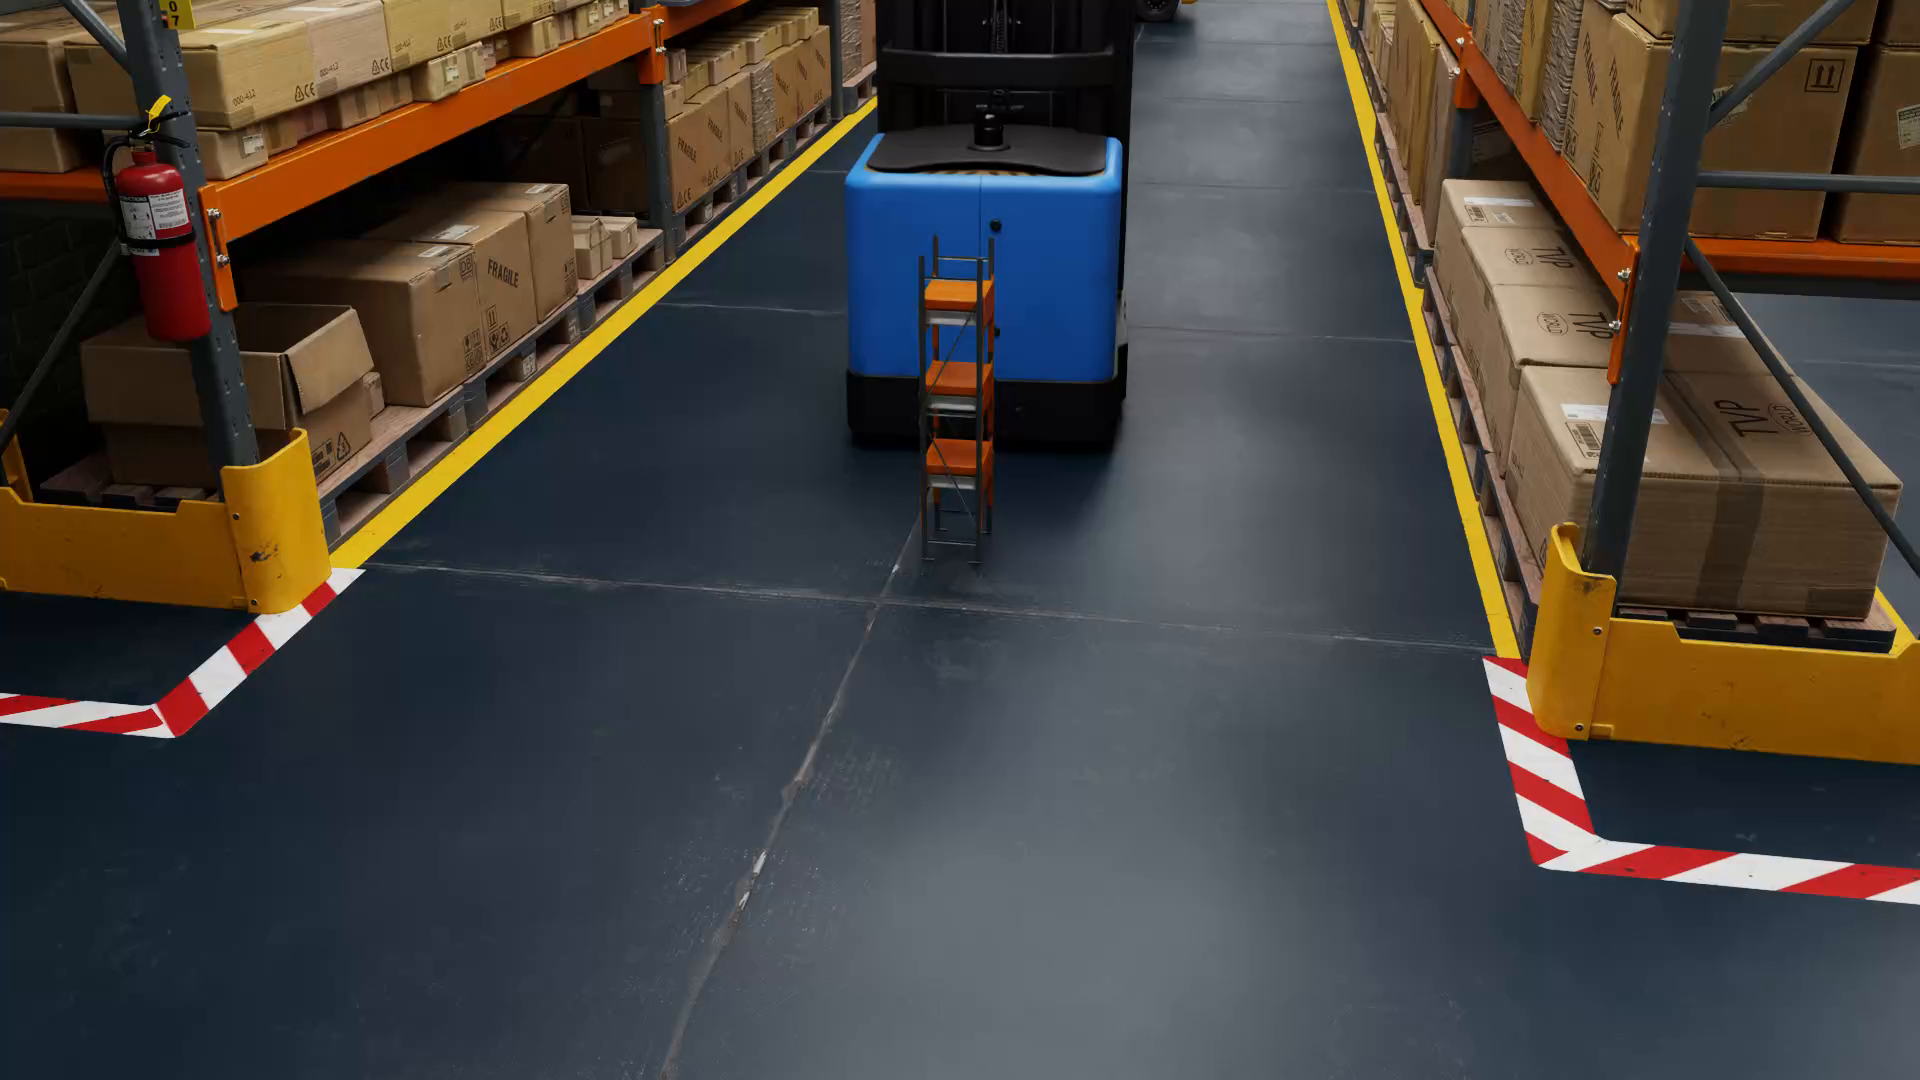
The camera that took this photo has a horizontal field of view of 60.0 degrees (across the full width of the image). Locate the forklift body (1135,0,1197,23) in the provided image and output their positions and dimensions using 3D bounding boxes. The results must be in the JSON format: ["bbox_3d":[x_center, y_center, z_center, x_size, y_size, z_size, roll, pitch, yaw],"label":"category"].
[{"bbox_3d":[1.418,-6.587,17.286,2.313,2.155,1.214,4,25,9],"label":"forklift body"}]

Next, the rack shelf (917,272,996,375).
[{"bbox_3d":[-0.009,-0.701,5.364,0.215,0.259,0.240,4,25,9],"label":"rack shelf"}]

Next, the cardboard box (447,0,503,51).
[{"bbox_3d":[-2.123,-2.076,6.472,0.500,0.250,0.500,3,25,7],"label":"cardboard box"}]

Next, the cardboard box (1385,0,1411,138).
[{"bbox_3d":[3.323,-3.148,10.947,0.875,0.875,0.875,4,25,8],"label":"cardboard box"}]

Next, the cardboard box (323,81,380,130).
[{"bbox_3d":[-2.256,-1.527,5.771,0.380,0.149,0.250,5,26,10],"label":"cardboard box"}]

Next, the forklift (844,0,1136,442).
[{"bbox_3d":[0.212,-2.295,7.195,1.130,2.935,3.031,2,25,5],"label":"forklift"}]

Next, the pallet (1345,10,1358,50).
[{"bbox_3d":[4.247,-4.896,15.961,1.003,0.211,1.213,4,25,9],"label":"pallet"}]

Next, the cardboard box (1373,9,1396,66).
[{"bbox_3d":[3.862,-4.065,13.499,0.950,0.372,0.625,5,26,10],"label":"cardboard box"}]

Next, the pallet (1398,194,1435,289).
[{"bbox_3d":[2.916,-1.595,8.908,1.003,0.211,1.213,4,25,9],"label":"pallet"}]

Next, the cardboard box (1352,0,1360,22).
[{"bbox_3d":[4.003,-5.087,15.827,0.500,0.250,0.500,5,26,11],"label":"cardboard box"}]

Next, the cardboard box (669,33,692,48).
[{"bbox_3d":[-1.931,-3.156,10.642,0.380,0.149,0.250,4,25,9],"label":"cardboard box"}]

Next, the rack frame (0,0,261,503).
[{"bbox_3d":[-2.687,-1.199,4.774,1.000,3.000,0.127,4,25,9],"label":"rack frame"}]

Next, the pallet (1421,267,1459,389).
[{"bbox_3d":[2.663,-0.954,7.540,1.003,0.211,1.213,4,25,9],"label":"pallet"}]

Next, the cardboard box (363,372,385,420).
[{"bbox_3d":[-2.386,-0.523,6.196,0.380,0.149,0.250,3,25,6],"label":"cardboard box"}]

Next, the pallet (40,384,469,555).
[{"bbox_3d":[-2.545,-0.302,6.146,1.003,0.211,1.213,4,25,9],"label":"pallet"}]

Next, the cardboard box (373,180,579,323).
[{"bbox_3d":[-2.146,-1.296,7.433,0.700,0.500,0.500,3,25,7],"label":"cardboard box"}]

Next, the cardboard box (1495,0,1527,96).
[{"bbox_3d":[2.355,-1.979,6.323,0.500,0.500,0.500,4,25,9],"label":"cardboard box"}]

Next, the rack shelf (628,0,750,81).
[{"bbox_3d":[-1.706,-3.383,10.288,1.077,0.370,4.000,4,25,9],"label":"rack shelf"}]

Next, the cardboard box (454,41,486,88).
[{"bbox_3d":[-2.080,-1.851,6.462,0.380,0.149,0.250,5,25,10],"label":"cardboard box"}]

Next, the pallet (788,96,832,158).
[{"bbox_3d":[-1.539,-2.973,11.852,1.003,0.211,1.213,4,25,9],"label":"pallet"}]

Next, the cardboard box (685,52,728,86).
[{"bbox_3d":[-1.603,-2.803,9.887,0.380,0.149,0.250,4,25,8],"label":"cardboard box"}]

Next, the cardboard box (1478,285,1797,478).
[{"bbox_3d":[2.361,-0.553,5.920,0.875,0.438,0.875,5,25,10],"label":"cardboard box"}]

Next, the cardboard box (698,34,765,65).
[{"bbox_3d":[-1.455,-3.120,10.566,0.380,0.149,0.250,3,25,6],"label":"cardboard box"}]

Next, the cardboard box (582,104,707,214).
[{"bbox_3d":[-1.732,-2.117,9.188,0.500,0.500,0.500,5,26,11],"label":"cardboard box"}]

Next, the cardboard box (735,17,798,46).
[{"bbox_3d":[-1.311,-3.450,11.270,0.380,0.149,0.250,3,25,7],"label":"cardboard box"}]

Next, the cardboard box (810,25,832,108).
[{"bbox_3d":[-1.237,-3.412,11.953,0.500,0.500,0.500,5,26,10],"label":"cardboard box"}]

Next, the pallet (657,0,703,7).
[{"bbox_3d":[-1.795,-3.112,9.087,1.003,0.211,1.213,4,25,9],"label":"pallet"}]

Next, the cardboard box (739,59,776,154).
[{"bbox_3d":[-1.478,-2.765,10.573,0.500,0.500,0.500,3,25,7],"label":"cardboard box"}]

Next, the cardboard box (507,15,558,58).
[{"bbox_3d":[-1.960,-2.170,7.145,0.380,0.149,0.250,4,25,8],"label":"cardboard box"}]

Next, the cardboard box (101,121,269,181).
[{"bbox_3d":[-2.363,-1.204,5.080,0.380,0.149,0.250,4,25,8],"label":"cardboard box"}]

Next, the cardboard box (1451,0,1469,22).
[{"bbox_3d":[2.689,-2.667,8.087,0.500,0.250,0.500,3,25,7],"label":"cardboard box"}]

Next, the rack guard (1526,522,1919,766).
[{"bbox_3d":[2.207,0.285,4.551,1.175,0.500,0.348,4,25,9],"label":"rack guard"}]

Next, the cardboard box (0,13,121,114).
[{"bbox_3d":[-2.874,-1.477,5.193,0.500,0.250,0.500,5,26,10],"label":"cardboard box"}]

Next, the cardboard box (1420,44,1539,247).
[{"bbox_3d":[2.887,-2.023,8.544,0.875,0.875,0.875,5,26,10],"label":"cardboard box"}]

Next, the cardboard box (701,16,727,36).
[{"bbox_3d":[-1.804,-3.482,11.338,0.380,0.149,0.250,4,25,9],"label":"cardboard box"}]

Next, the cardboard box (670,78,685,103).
[{"bbox_3d":[-1.743,-2.477,9.191,0.380,0.149,0.250,3,25,7],"label":"cardboard box"}]

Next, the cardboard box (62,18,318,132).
[{"bbox_3d":[-2.347,-1.437,5.108,0.500,0.250,0.500,4,25,9],"label":"cardboard box"}]

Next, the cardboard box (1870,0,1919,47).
[{"bbox_3d":[2.570,-1.536,4.196,0.500,0.500,0.500,3,25,7],"label":"cardboard box"}]

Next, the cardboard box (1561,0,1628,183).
[{"bbox_3d":[2.125,-1.331,4.938,0.500,0.500,0.500,3,25,7],"label":"cardboard box"}]

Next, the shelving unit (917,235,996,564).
[{"bbox_3d":[-0.009,-0.453,5.480,0.215,1.050,0.252,4,25,9],"label":"shelving unit"}]

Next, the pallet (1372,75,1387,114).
[{"bbox_3d":[3.647,-3.267,12.480,1.003,0.211,1.213,4,25,9],"label":"pallet"}]

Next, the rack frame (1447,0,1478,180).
[{"bbox_3d":[2.864,-2.530,7.617,1.000,3.000,0.127,4,25,9],"label":"rack frame"}]

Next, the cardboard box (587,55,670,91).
[{"bbox_3d":[-1.772,-2.495,8.879,0.380,0.149,0.250,4,25,8],"label":"cardboard box"}]

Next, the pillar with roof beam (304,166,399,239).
[{"bbox_3d":[1.211,-5.062,5.950,9.100,9.000,0.400,4,25,9],"label":"pillar with roof beam"}]

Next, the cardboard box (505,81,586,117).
[{"bbox_3d":[-2.258,-2.398,9.023,0.380,0.149,0.250,3,25,6],"label":"cardboard box"}]

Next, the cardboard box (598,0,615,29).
[{"bbox_3d":[-1.857,-2.497,7.843,0.380,0.149,0.250,5,25,10],"label":"cardboard box"}]
